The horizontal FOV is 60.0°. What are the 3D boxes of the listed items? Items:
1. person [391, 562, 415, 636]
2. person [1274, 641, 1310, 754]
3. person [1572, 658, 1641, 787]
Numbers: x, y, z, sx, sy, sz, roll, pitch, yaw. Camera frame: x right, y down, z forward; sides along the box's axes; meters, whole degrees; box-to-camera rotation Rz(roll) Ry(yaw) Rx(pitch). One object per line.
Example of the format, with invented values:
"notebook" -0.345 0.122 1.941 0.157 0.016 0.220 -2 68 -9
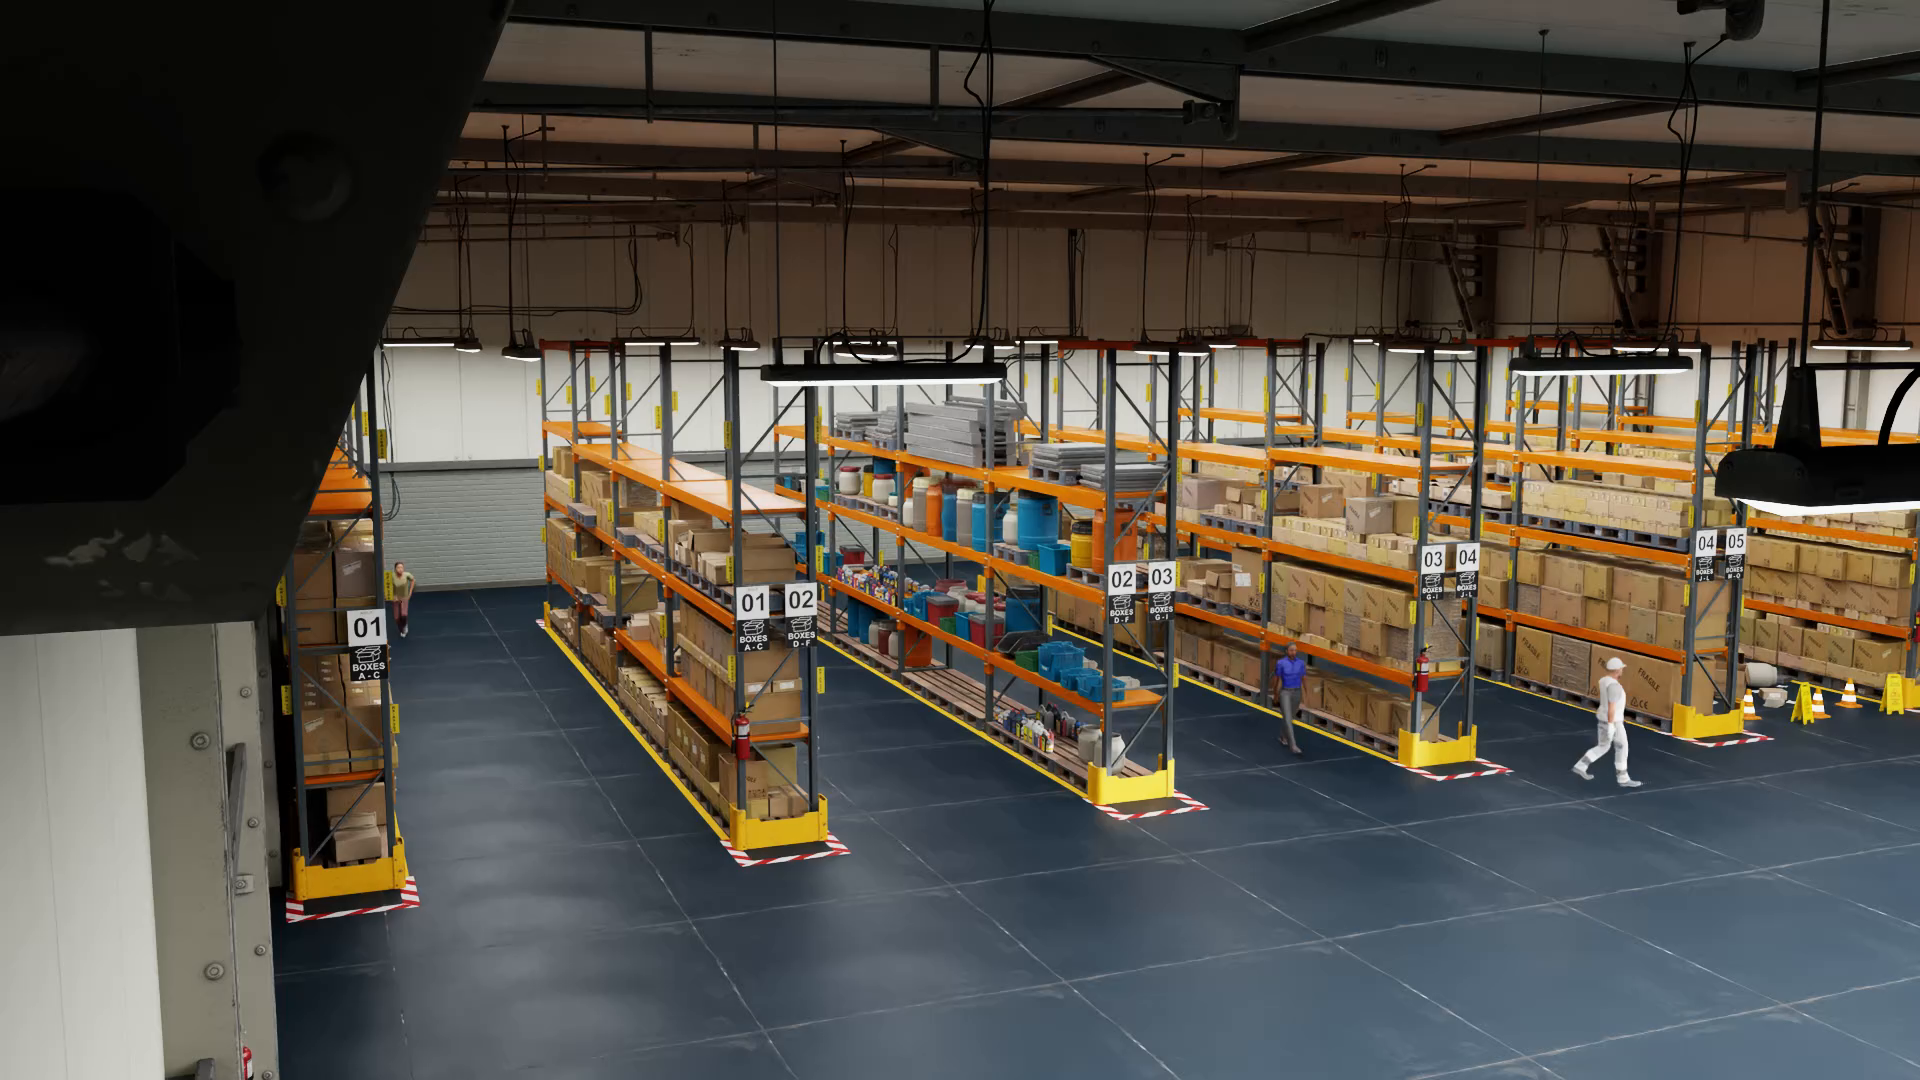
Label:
"person" -11.298 1.192 33.573 0.565 1.578 0.690 -2 8 -12
"person" 4.946 2.318 24.659 0.457 1.596 0.938 -2 8 -14
"person" 8.906 2.495 22.856 0.849 1.774 0.583 0 7 0
